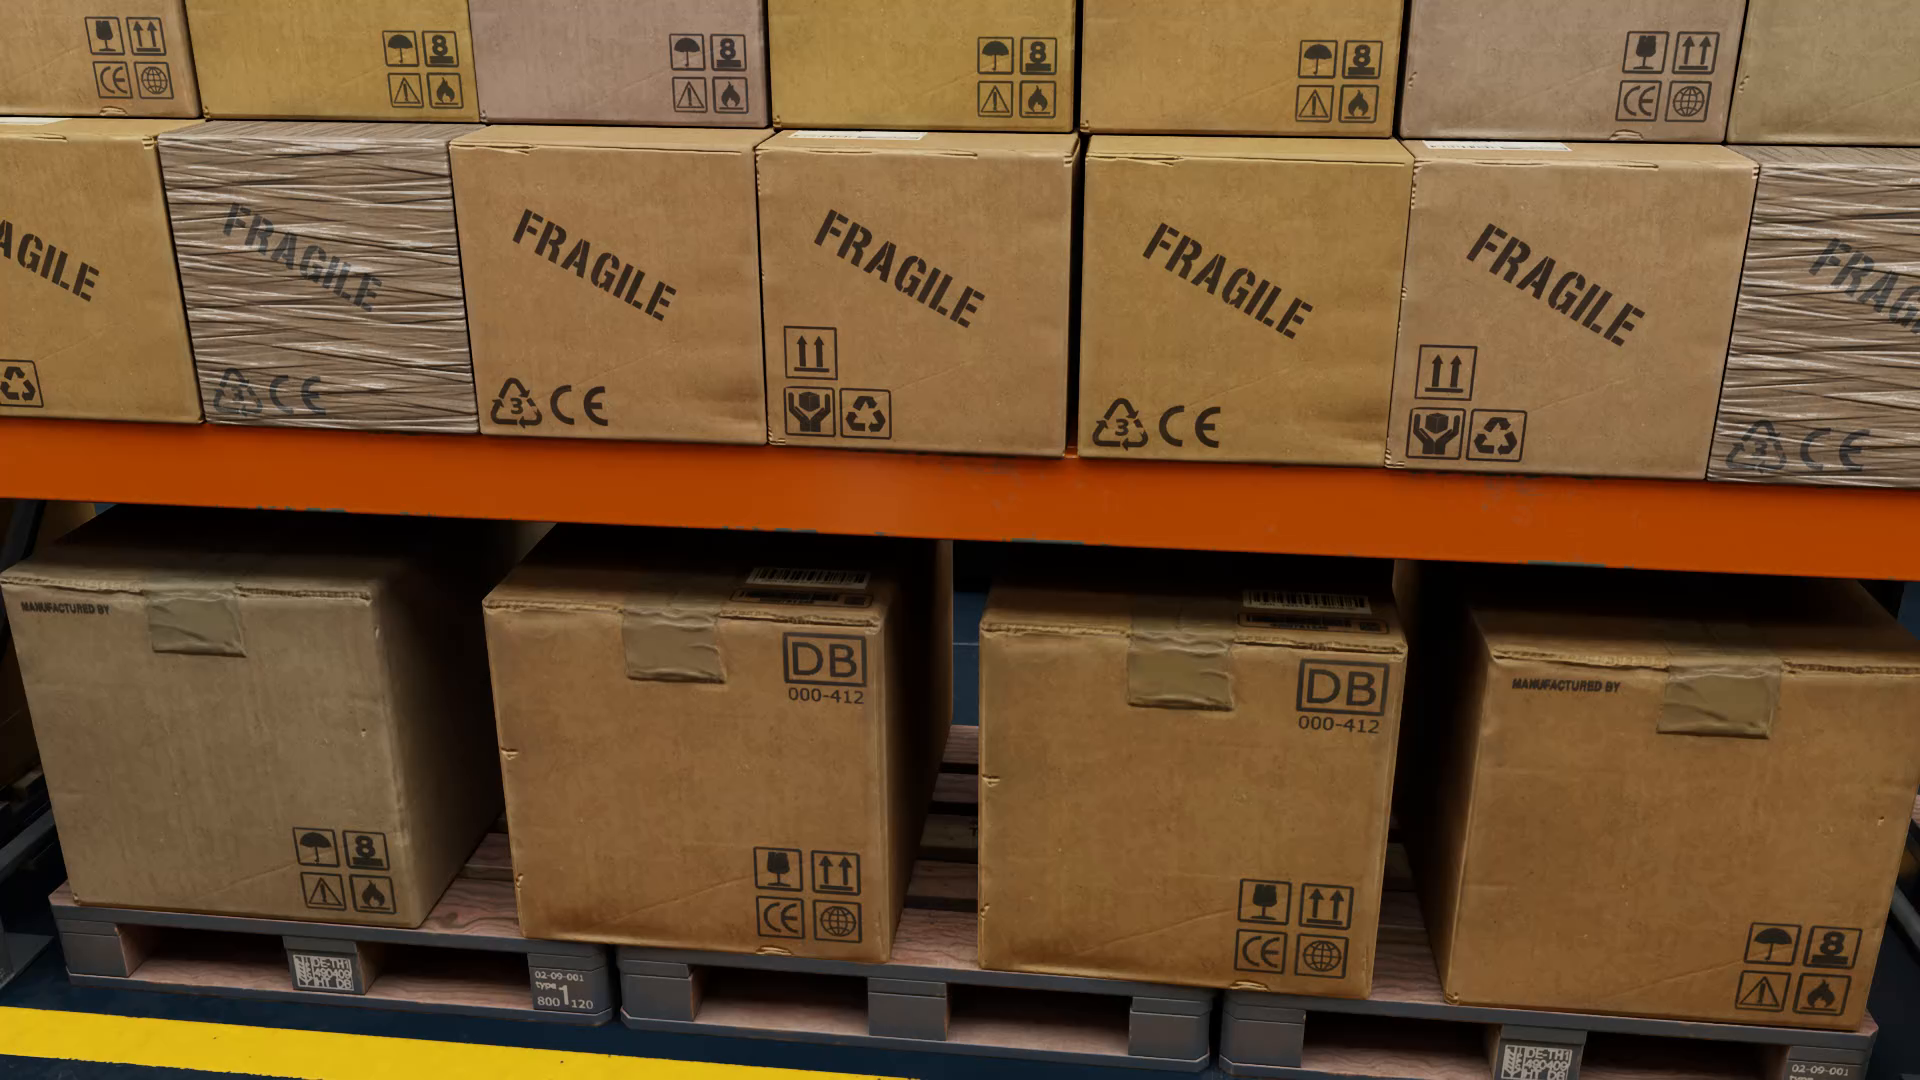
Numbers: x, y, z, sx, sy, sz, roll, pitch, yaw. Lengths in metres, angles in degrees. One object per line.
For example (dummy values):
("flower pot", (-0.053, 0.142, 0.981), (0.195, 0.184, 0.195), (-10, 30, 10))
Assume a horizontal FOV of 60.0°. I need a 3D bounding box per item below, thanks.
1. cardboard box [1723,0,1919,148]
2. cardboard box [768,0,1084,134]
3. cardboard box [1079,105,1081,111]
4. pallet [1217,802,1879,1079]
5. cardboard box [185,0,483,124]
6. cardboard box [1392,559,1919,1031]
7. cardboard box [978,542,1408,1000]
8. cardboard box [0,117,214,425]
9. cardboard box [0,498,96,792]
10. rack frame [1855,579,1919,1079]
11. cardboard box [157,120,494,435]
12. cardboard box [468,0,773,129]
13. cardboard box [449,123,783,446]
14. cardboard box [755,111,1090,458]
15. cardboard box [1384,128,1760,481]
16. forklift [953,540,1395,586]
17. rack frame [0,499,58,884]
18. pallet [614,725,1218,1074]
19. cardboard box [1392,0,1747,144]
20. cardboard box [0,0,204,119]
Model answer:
("cardboard box", (1.493, -0.970, 2.817), (0.500, 0.500, 0.700), (2, 22, 6))
("cardboard box", (-0.027, -1.034, 2.981), (0.500, 0.500, 0.700), (2, 22, 6))
("cardboard box", (0.023, -0.665, 3.406), (0.500, 0.500, 0.500), (2, 22, 6))
("pallet", (1.163, 0.800, 3.629), (1.213, 0.211, 1.003), (2, 22, 6))
("cardboard box", (-1.030, -1.079, 3.093), (0.500, 0.500, 0.700), (2, 22, 5))
("cardboard box", (-0.886, -0.771, 5.633), (5.693, 1.239, 5.455), (2, 22, 6))
("cardboard box", (0.475, 0.320, 3.539), (0.750, 0.750, 1.050), (3, 22, 7))
("cardboard box", (-1.544, -0.534, 3.074), (0.500, 0.500, 0.500), (3, 22, 7))
("cardboard box", (-2.651, 0.132, 3.845), (0.875, 0.875, 0.875), (3, 22, 7))
("rack frame", (1.937, -0.435, 2.961), (0.127, 3.000, 1.000), (2, 22, 6))
("cardboard box", (-1.043, -0.512, 3.019), (0.500, 0.500, 0.500), (3, 22, 7))
("cardboard box", (-0.528, -1.057, 3.037), (0.500, 0.500, 0.700), (3, 22, 7))
("cardboard box", (-0.547, -0.489, 2.962), (0.500, 0.500, 0.500), (2, 22, 6))
("cardboard box", (-0.043, -0.467, 2.906), (0.500, 0.500, 0.500), (3, 22, 7))
("cardboard box", (0.963, -0.425, 2.799), (0.500, 0.500, 0.500), (2, 22, 6))
("forklift", (2.107, -2.634, 8.617), (4.443, 2.935, 8.118), (1, 22, 2))
("rack frame", (-2.035, -0.609, 3.401), (0.053, 2.616, 0.949), (2, 22, 6))
("pallet", (-0.045, 0.746, 3.765), (1.213, 0.211, 1.003), (2, 22, 6))
("cardboard box", (0.990, -0.991, 2.871), (0.500, 0.500, 0.700), (2, 22, 6))
("cardboard box", (-1.541, -1.100, 3.147), (0.500, 0.500, 0.700), (2, 22, 5))
